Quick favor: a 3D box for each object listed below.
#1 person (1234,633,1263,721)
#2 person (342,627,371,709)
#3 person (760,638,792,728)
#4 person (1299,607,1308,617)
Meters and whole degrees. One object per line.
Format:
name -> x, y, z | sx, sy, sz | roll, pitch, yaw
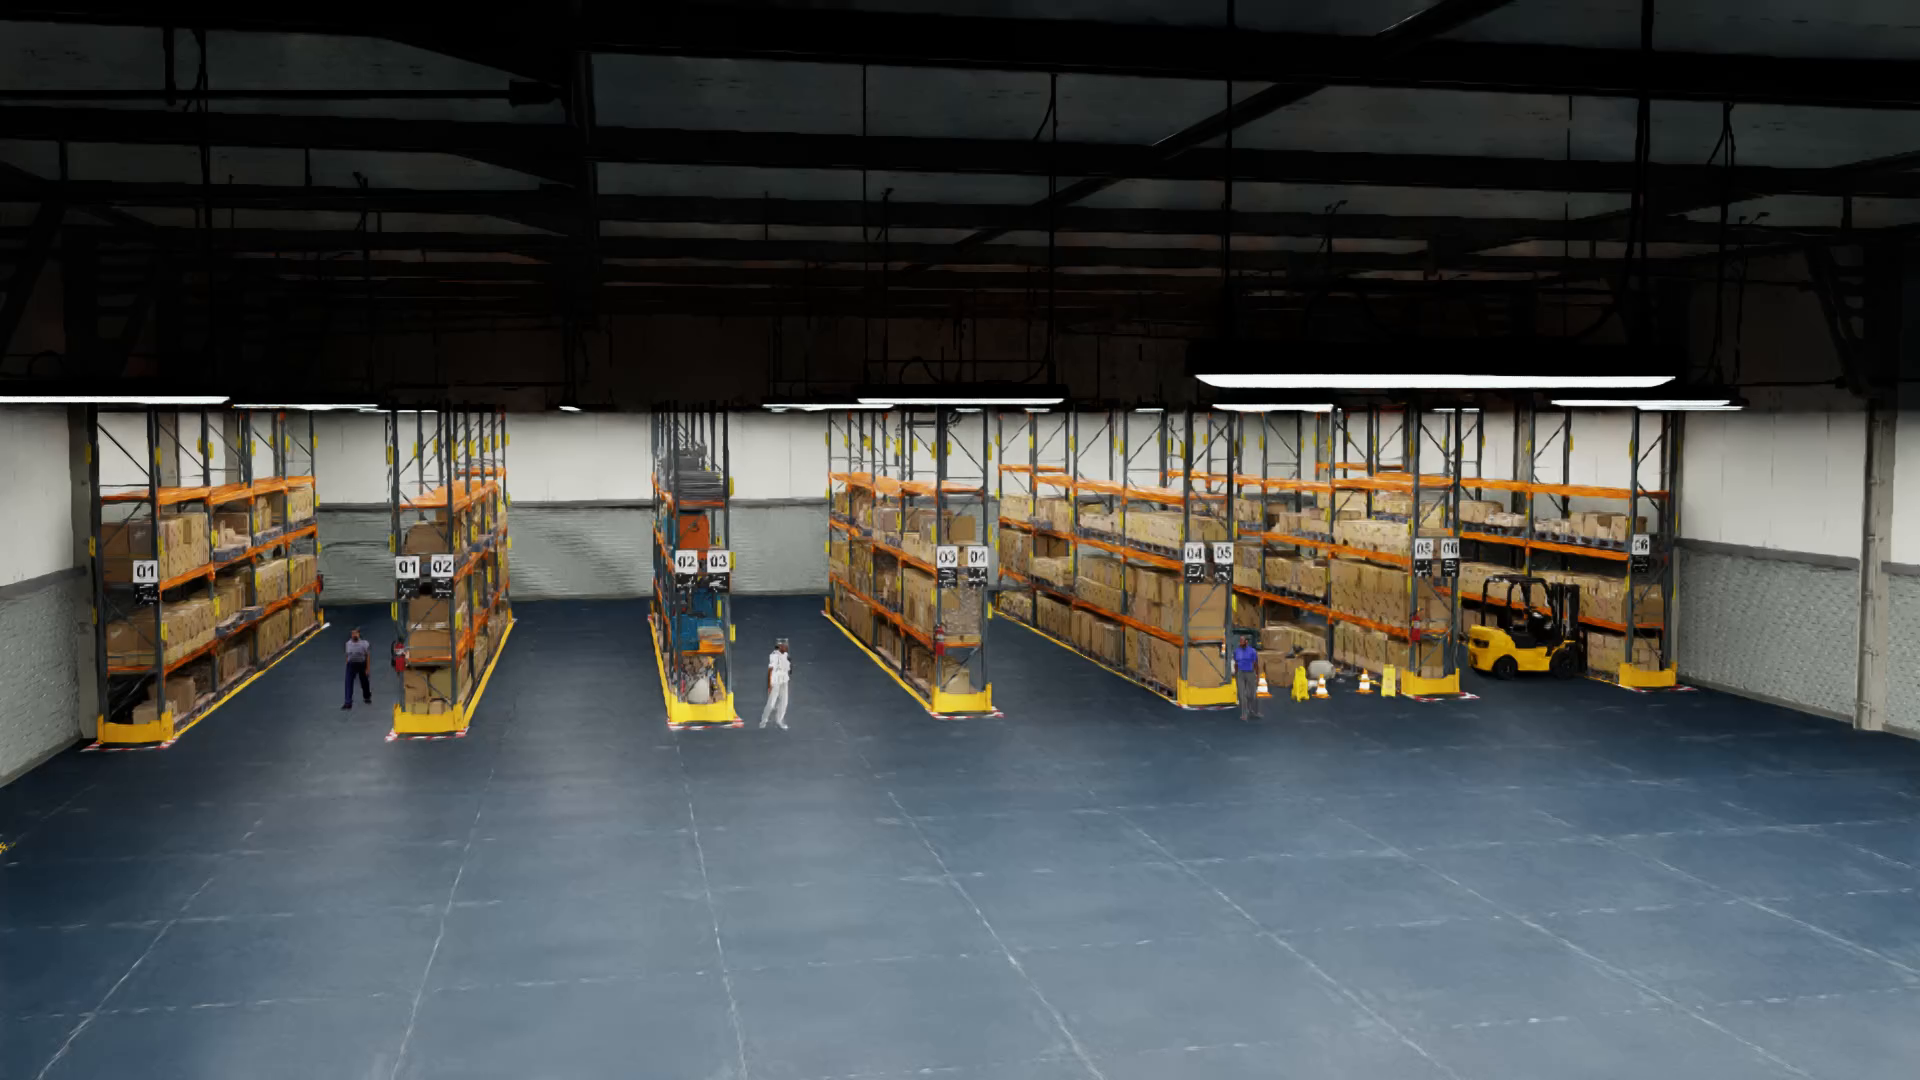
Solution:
person -> 5.419, 2.560, 31.236 | 0.519, 1.633, 0.523 | 2, 5, 25
person -> -11.779, 2.473, 32.531 | 0.481, 1.565, 1.094 | -1, 4, -9
person -> -3.392, 2.603, 30.460 | 0.547, 1.663, 0.512 | 4, 6, 42
person -> 9.565, 1.284, 47.034 | 0.591, 1.763, 0.685 | 1, 4, 10
